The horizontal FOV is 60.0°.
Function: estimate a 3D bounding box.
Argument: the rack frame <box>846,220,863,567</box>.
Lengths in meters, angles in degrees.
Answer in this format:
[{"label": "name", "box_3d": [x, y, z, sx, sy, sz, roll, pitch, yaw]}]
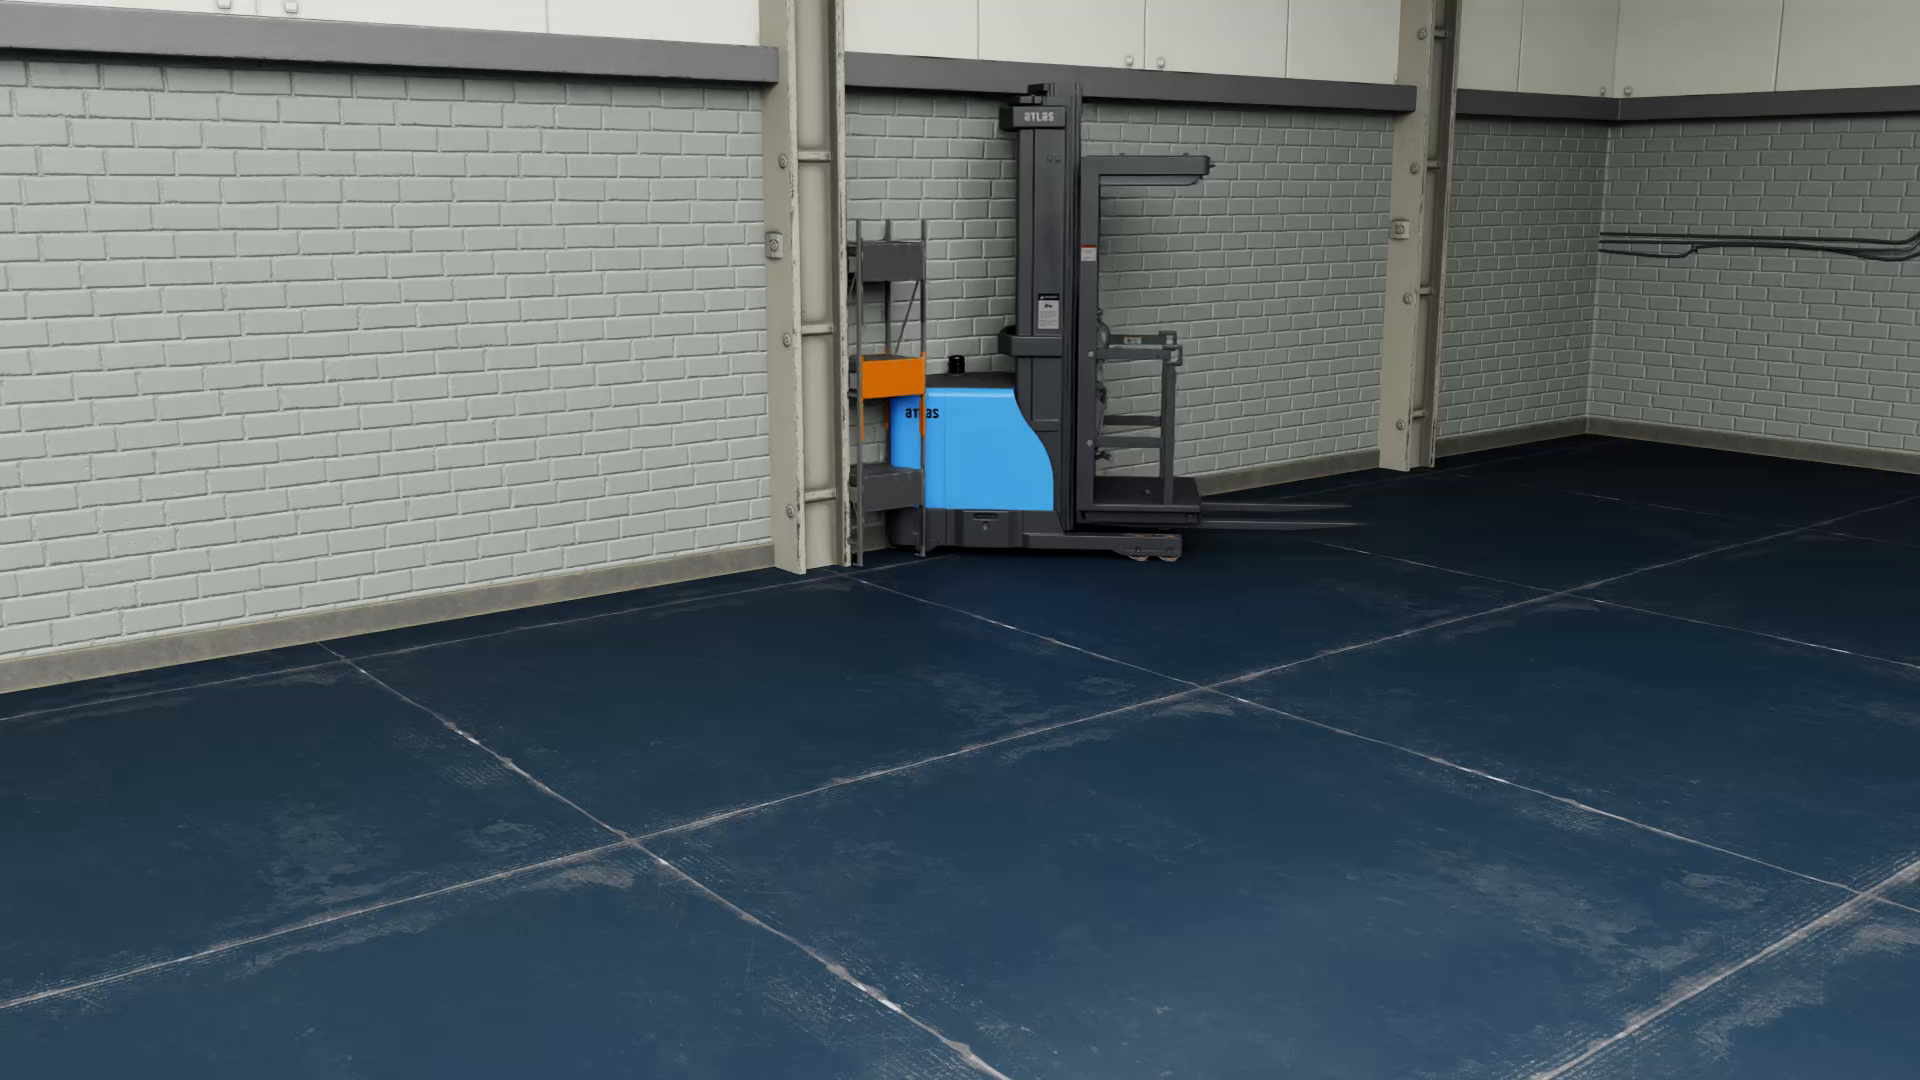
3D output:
[{"label": "rack frame", "box_3d": [-0.723, -0.895, 10.186, 0.015, 2.100, 0.400, -9, 14, -38]}]

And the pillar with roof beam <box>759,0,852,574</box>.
[{"label": "pillar with roof beam", "box_3d": [1.765, -3.544, 6.156, 0.400, 9.000, 9.100, -9, 15, -38]}]

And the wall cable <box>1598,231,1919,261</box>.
[{"label": "wall cable", "box_3d": [6.888, -3.670, 14.224, 0.112, 2.526, 3.097, -9, 15, -38]}]

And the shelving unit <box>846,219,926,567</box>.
[{"label": "shelving unit", "box_3d": [-0.533, -0.924, 10.336, 0.503, 2.100, 0.431, -9, 14, -38]}]

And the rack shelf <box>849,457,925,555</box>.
[{"label": "rack shelf", "box_3d": [-0.539, -0.224, 10.476, 0.480, 0.518, 0.431, -9, 14, -38]}]

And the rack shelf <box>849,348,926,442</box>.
[{"label": "rack shelf", "box_3d": [-0.533, -0.910, 10.339, 0.480, 0.518, 0.431, -9, 14, -38]}]

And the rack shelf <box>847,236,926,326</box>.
[{"label": "rack shelf", "box_3d": [-0.528, -1.597, 10.201, 0.480, 0.518, 0.431, -9, 14, -38]}]

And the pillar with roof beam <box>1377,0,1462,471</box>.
[{"label": "pillar with roof beam", "box_3d": [6.451, -4.323, 9.823, 0.400, 9.000, 9.100, -9, 15, -38]}]

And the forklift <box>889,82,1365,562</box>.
[{"label": "forklift", "box_3d": [1.089, -1.413, 10.725, 3.031, 2.935, 1.130, 1, 12, 5]}]

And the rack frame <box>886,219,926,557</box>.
[{"label": "rack frame", "box_3d": [-0.343, -0.952, 10.487, 0.015, 2.100, 0.400, -9, 14, -38]}]
